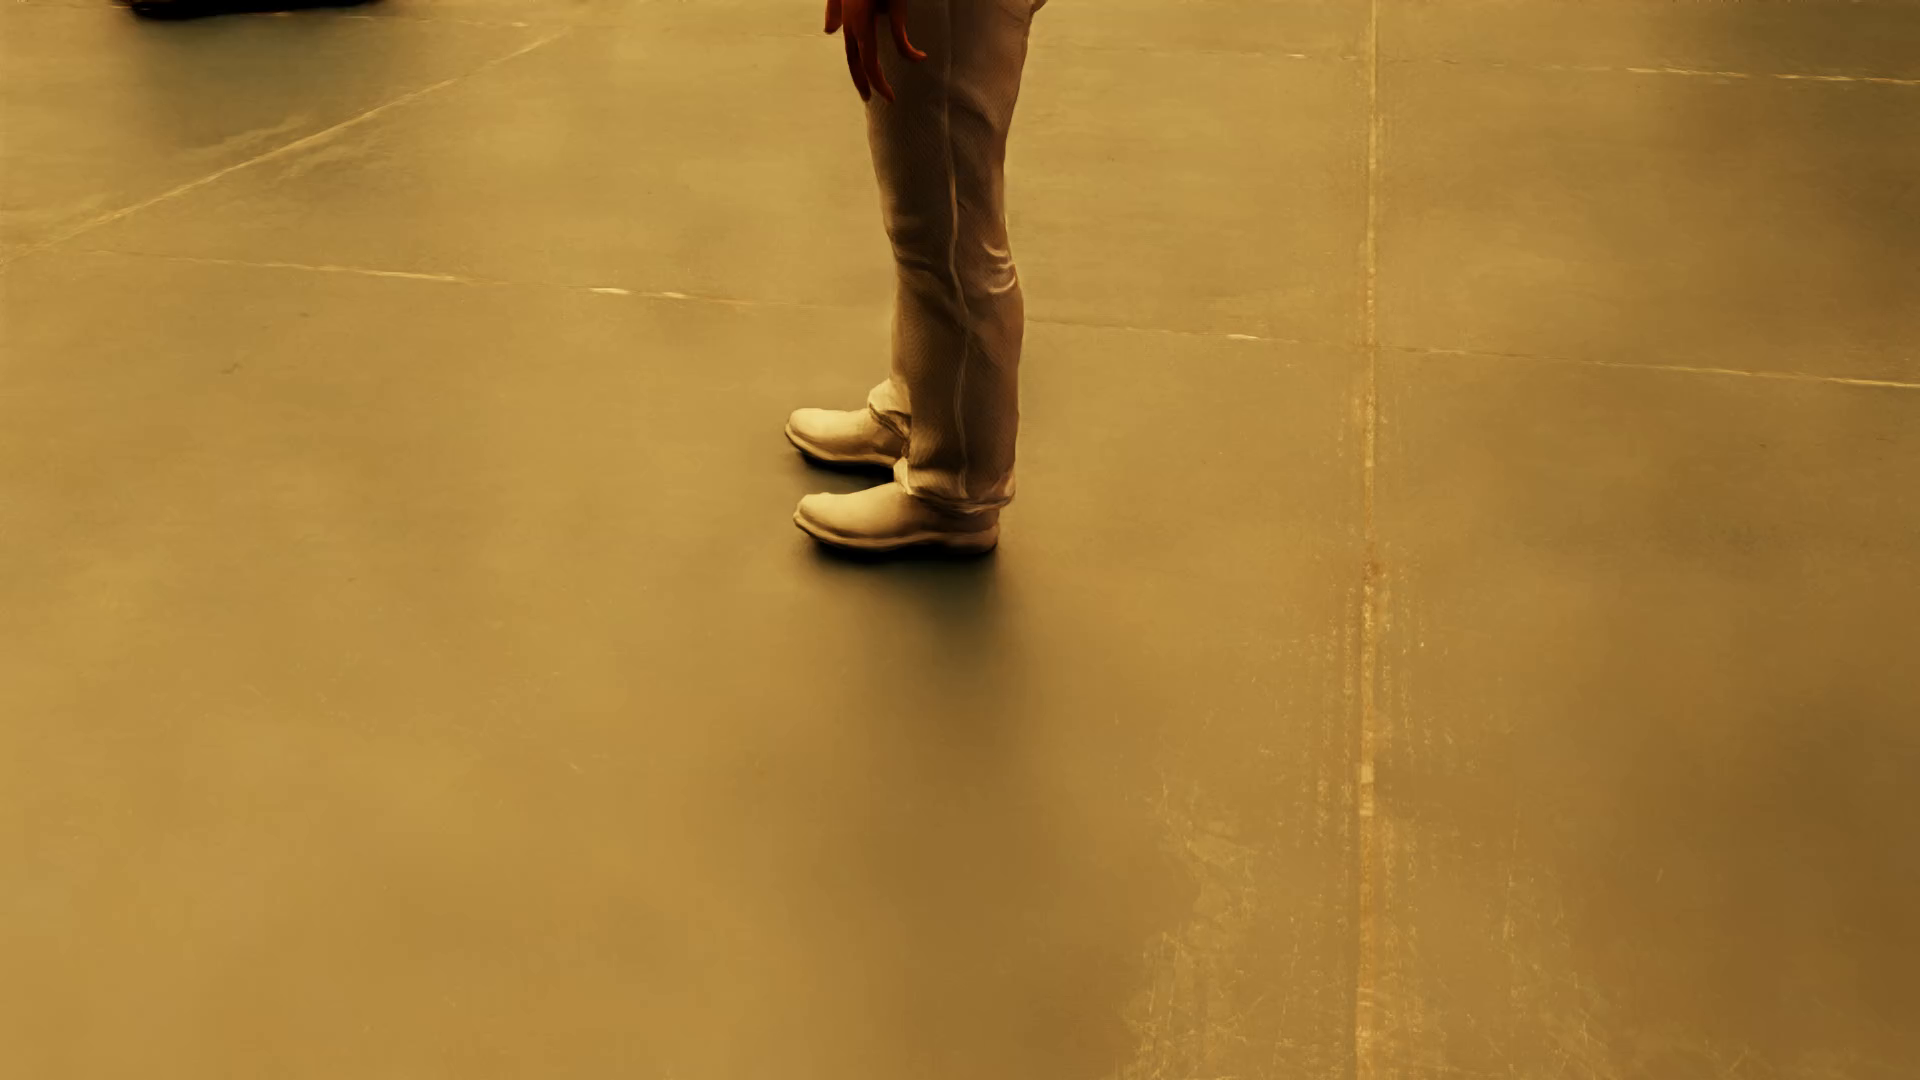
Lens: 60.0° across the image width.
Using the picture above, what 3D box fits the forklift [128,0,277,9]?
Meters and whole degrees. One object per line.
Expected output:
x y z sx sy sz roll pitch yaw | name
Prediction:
-3.518 -4.034 7.241 1.130 2.935 3.031 -15 30 -27 | forklift

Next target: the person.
-0.067 -0.804 2.117 0.576 1.766 0.665 6 27 11 | person
